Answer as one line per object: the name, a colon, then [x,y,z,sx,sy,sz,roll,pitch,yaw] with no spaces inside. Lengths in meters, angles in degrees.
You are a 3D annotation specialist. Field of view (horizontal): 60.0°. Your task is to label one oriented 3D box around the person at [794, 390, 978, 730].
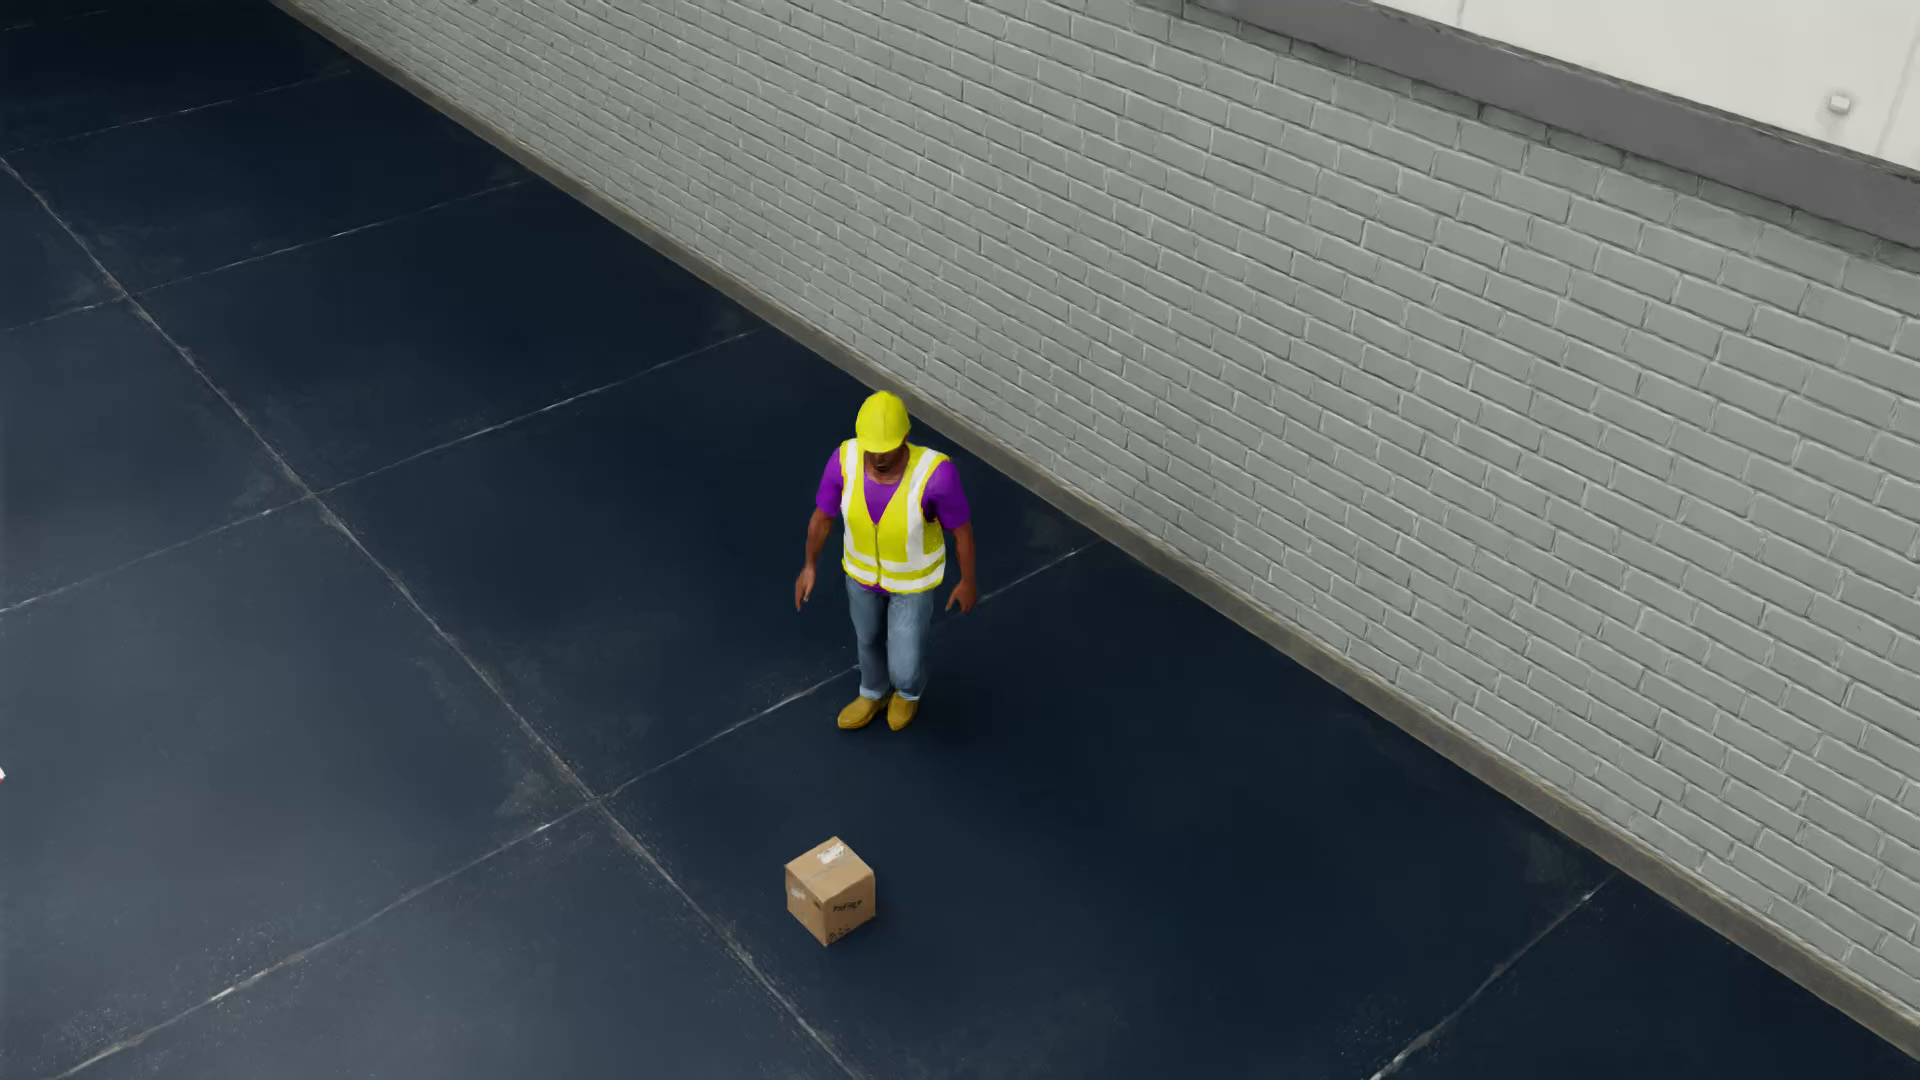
person: [-0.294,0.142,6.830,0.728,1.758,0.471,13,38,17]
